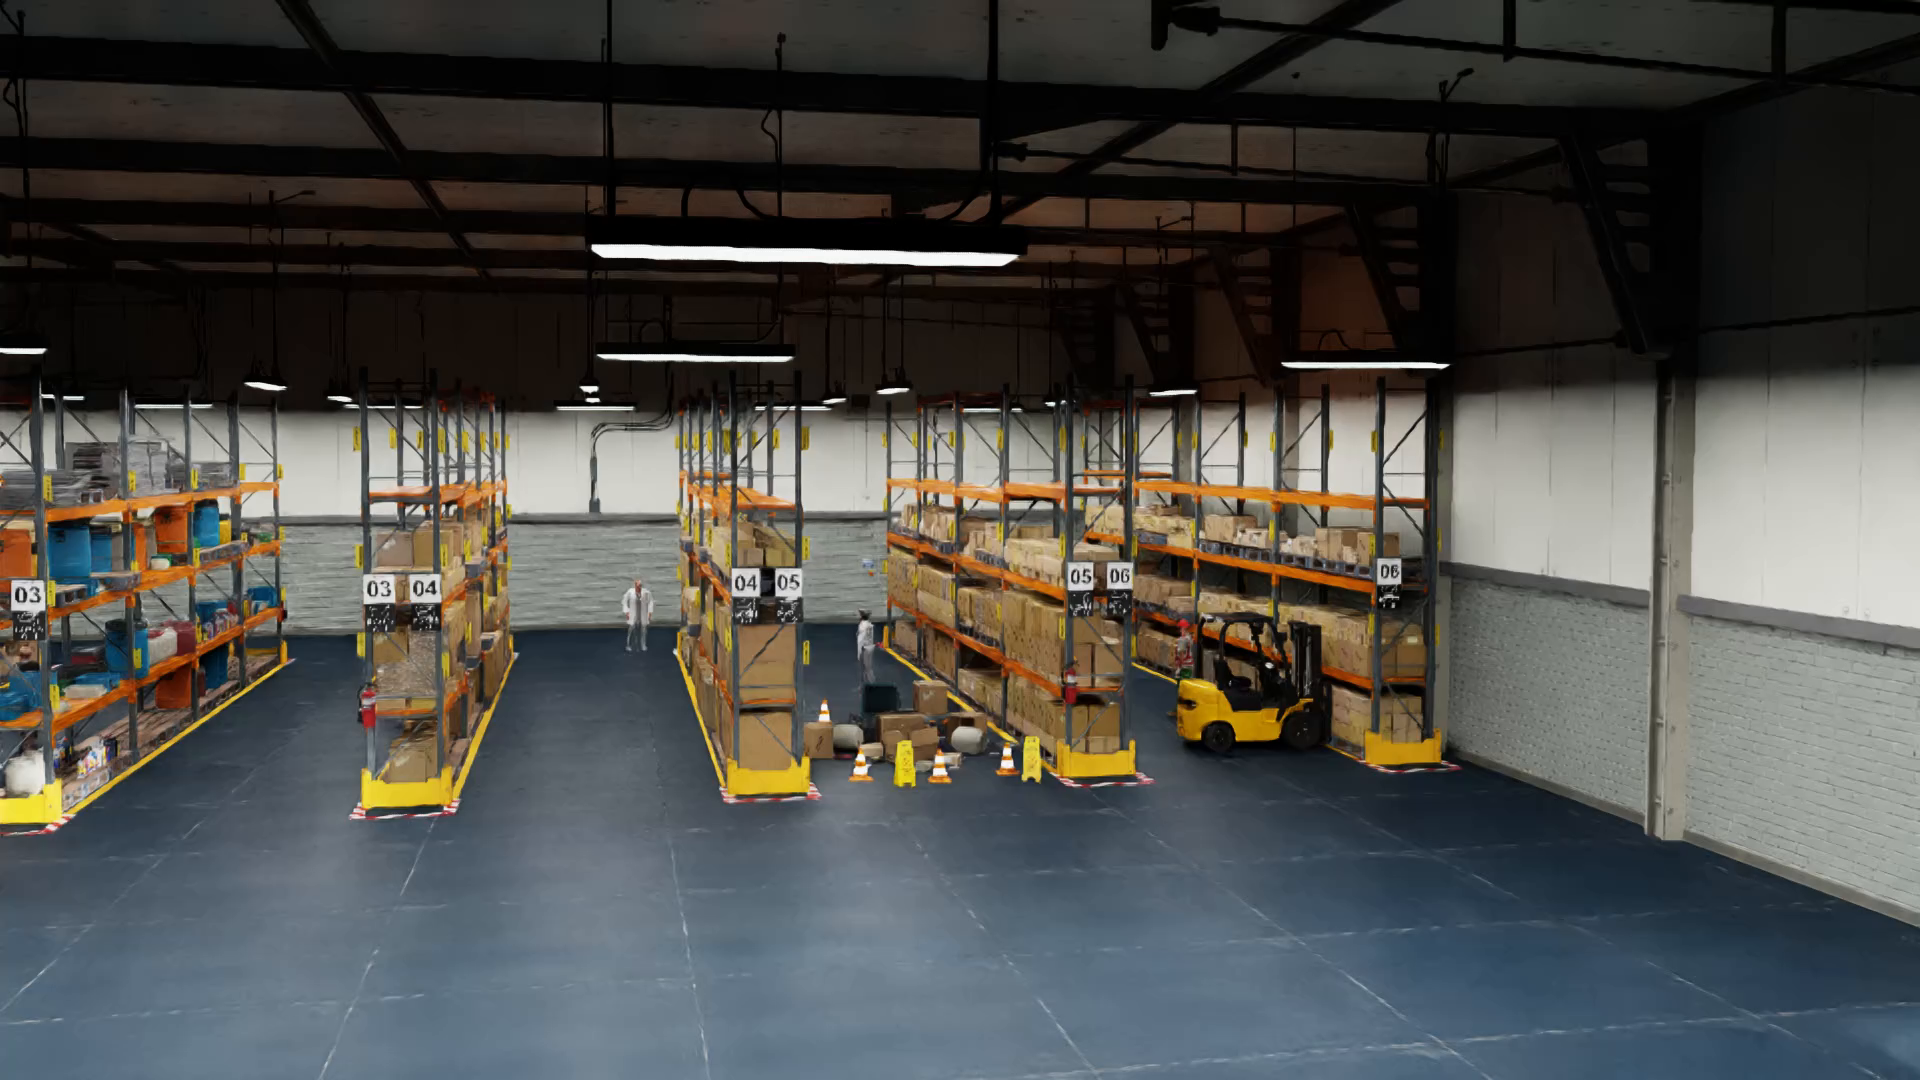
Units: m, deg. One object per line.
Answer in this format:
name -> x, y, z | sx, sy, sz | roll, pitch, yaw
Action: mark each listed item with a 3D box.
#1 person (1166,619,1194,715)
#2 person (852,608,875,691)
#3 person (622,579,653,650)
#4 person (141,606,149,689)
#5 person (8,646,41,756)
person -> 4.001, 2.309, 30.004 | 0.571, 1.786, 0.648 | 1, 4, 15
person -> -1.903, 2.193, 32.959 | 0.548, 1.666, 0.579 | 1, 4, 14
person -> -7.702, 1.777, 39.740 | 0.729, 1.733, 0.546 | -1, 3, -13
person -> -16.575, 2.162, 33.519 | 0.464, 1.676, 0.498 | 1, 4, 19
person -> -14.933, 2.546, 26.571 | 0.569, 1.718, 0.627 | 1, 4, 18
